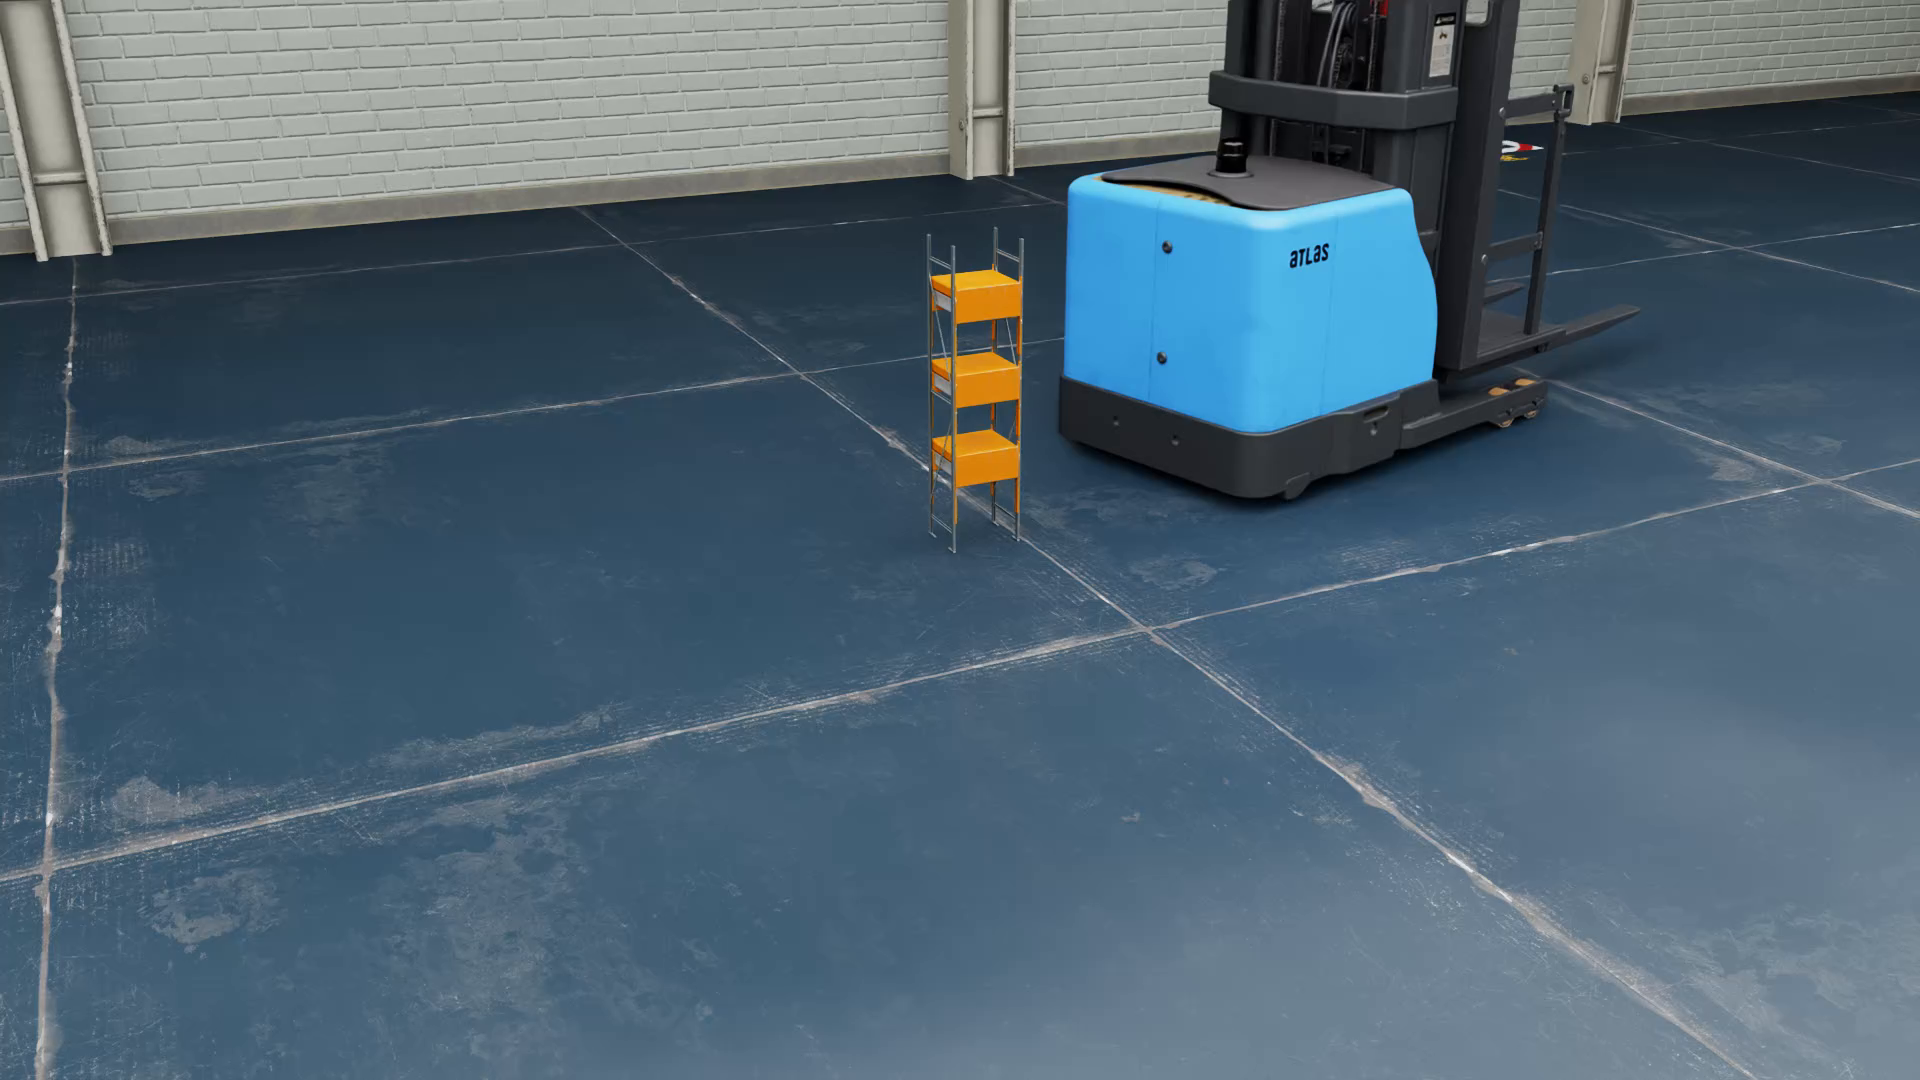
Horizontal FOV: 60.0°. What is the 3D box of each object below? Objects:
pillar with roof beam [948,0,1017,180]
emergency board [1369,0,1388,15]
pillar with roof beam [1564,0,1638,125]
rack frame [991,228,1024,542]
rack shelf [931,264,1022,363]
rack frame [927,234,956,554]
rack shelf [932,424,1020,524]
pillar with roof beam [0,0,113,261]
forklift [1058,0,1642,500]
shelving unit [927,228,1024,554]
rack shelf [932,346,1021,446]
[{"bbox_3d":[2.024,-5.374,6.966,0.400,9.000,9.100,-10,25,-24],"label":"pillar with roof beam"},{"bbox_3d":[3.320,-4.684,13.144,0.643,1.169,0.194,-10,25,-24],"label":"emergency board"},{"bbox_3d":[7.431,-6.369,9.371,0.400,9.000,9.100,-10,25,-24],"label":"pillar with roof beam"},{"bbox_3d":[0.158,-0.514,5.620,0.008,1.050,0.200,-10,25,-24],"label":"rack frame"},{"bbox_3d":[0.048,-0.746,5.466,0.240,0.259,0.215,-10,25,-24],"label":"rack shelf"},{"bbox_3d":[-0.062,-0.474,5.522,0.008,1.050,0.200,-10,25,-24],"label":"rack frame"},{"bbox_3d":[0.048,-0.227,5.681,0.240,0.259,0.215,-10,25,-24],"label":"rack shelf"},{"bbox_3d":[-3.382,-4.378,4.562,0.400,9.000,9.100,-10,25,-24],"label":"pillar with roof beam"},{"bbox_3d":[1.833,-1.950,6.628,3.031,2.935,1.130,-18,29,-37],"label":"forklift"},{"bbox_3d":[0.048,-0.494,5.571,0.252,1.050,0.215,-10,25,-24],"label":"shelving unit"},{"bbox_3d":[0.048,-0.484,5.575,0.240,0.259,0.215,-10,25,-24],"label":"rack shelf"}]
